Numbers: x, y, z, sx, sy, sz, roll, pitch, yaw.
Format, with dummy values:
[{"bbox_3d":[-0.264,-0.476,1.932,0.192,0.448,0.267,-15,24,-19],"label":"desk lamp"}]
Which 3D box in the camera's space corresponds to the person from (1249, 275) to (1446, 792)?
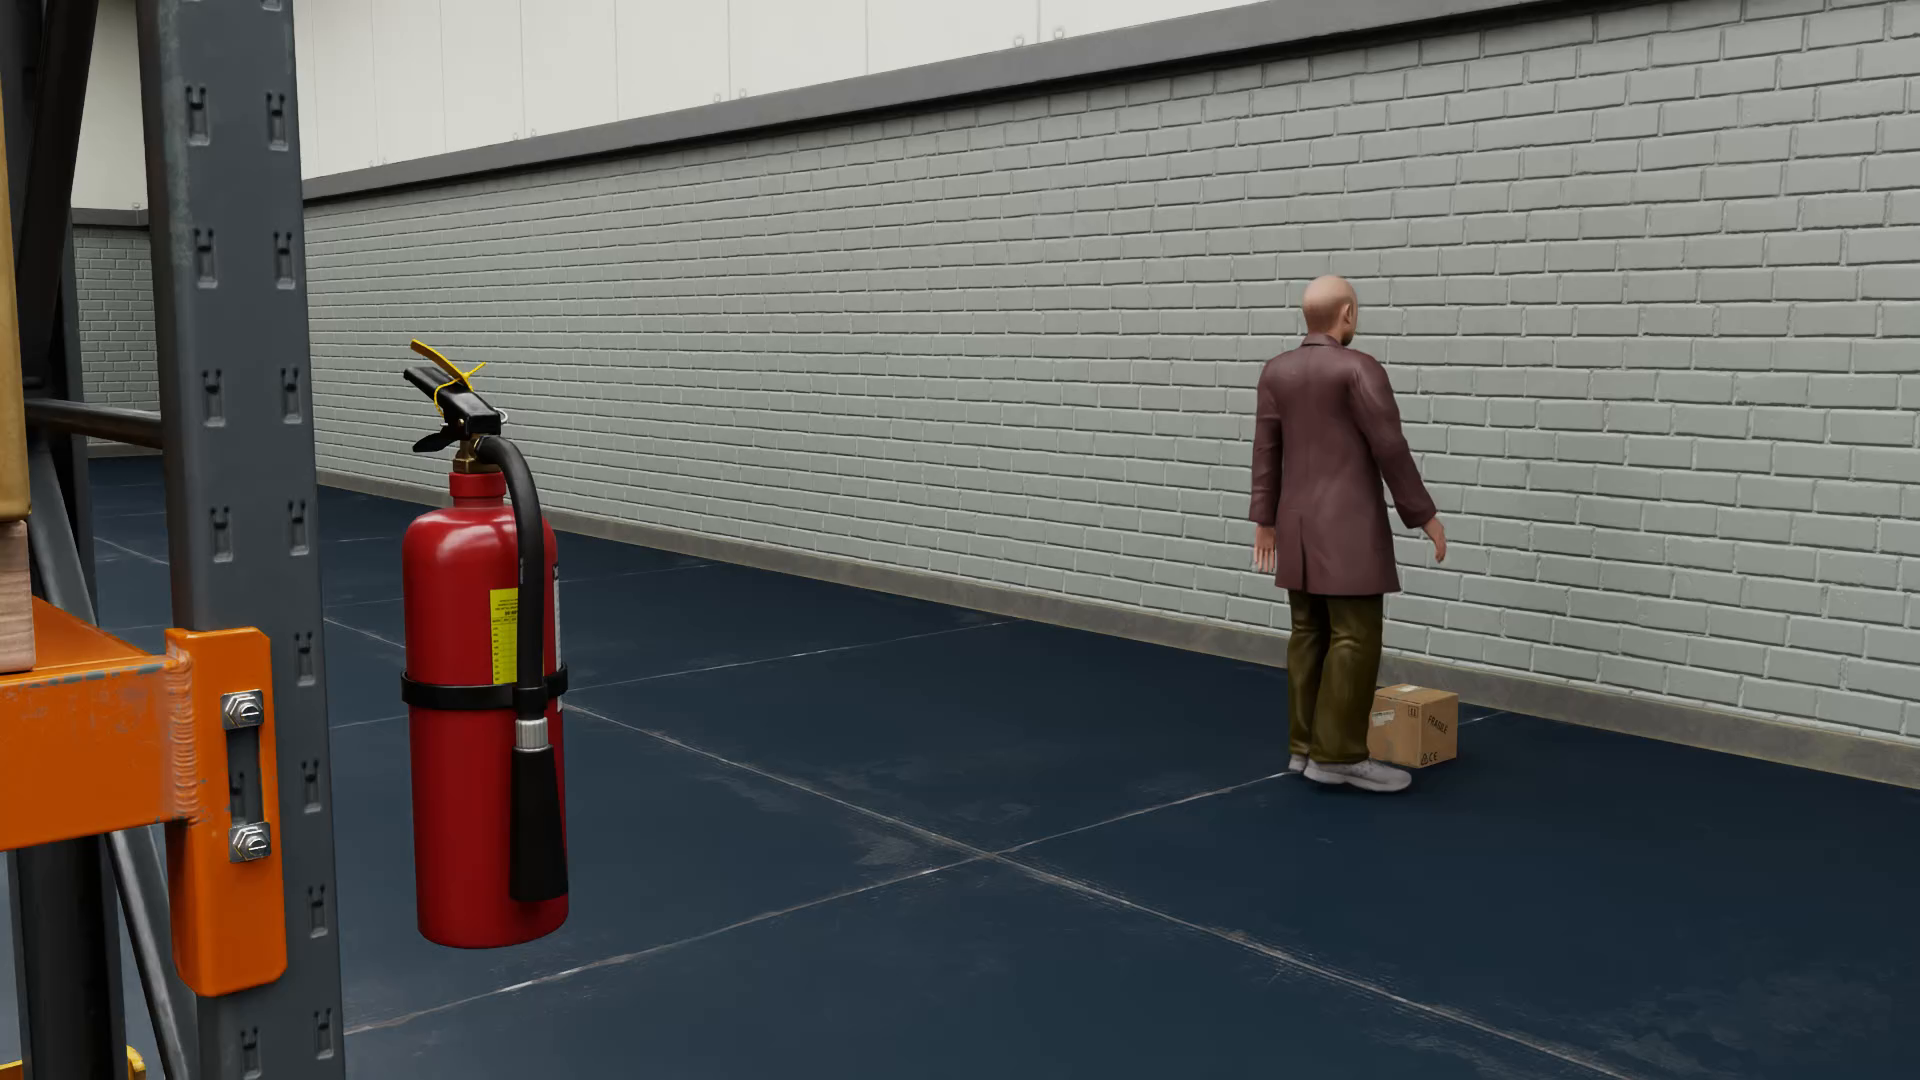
[{"bbox_3d":[1.370,-0.033,5.890,0.441,1.795,0.672,-5,9,-33],"label":"person"}]
